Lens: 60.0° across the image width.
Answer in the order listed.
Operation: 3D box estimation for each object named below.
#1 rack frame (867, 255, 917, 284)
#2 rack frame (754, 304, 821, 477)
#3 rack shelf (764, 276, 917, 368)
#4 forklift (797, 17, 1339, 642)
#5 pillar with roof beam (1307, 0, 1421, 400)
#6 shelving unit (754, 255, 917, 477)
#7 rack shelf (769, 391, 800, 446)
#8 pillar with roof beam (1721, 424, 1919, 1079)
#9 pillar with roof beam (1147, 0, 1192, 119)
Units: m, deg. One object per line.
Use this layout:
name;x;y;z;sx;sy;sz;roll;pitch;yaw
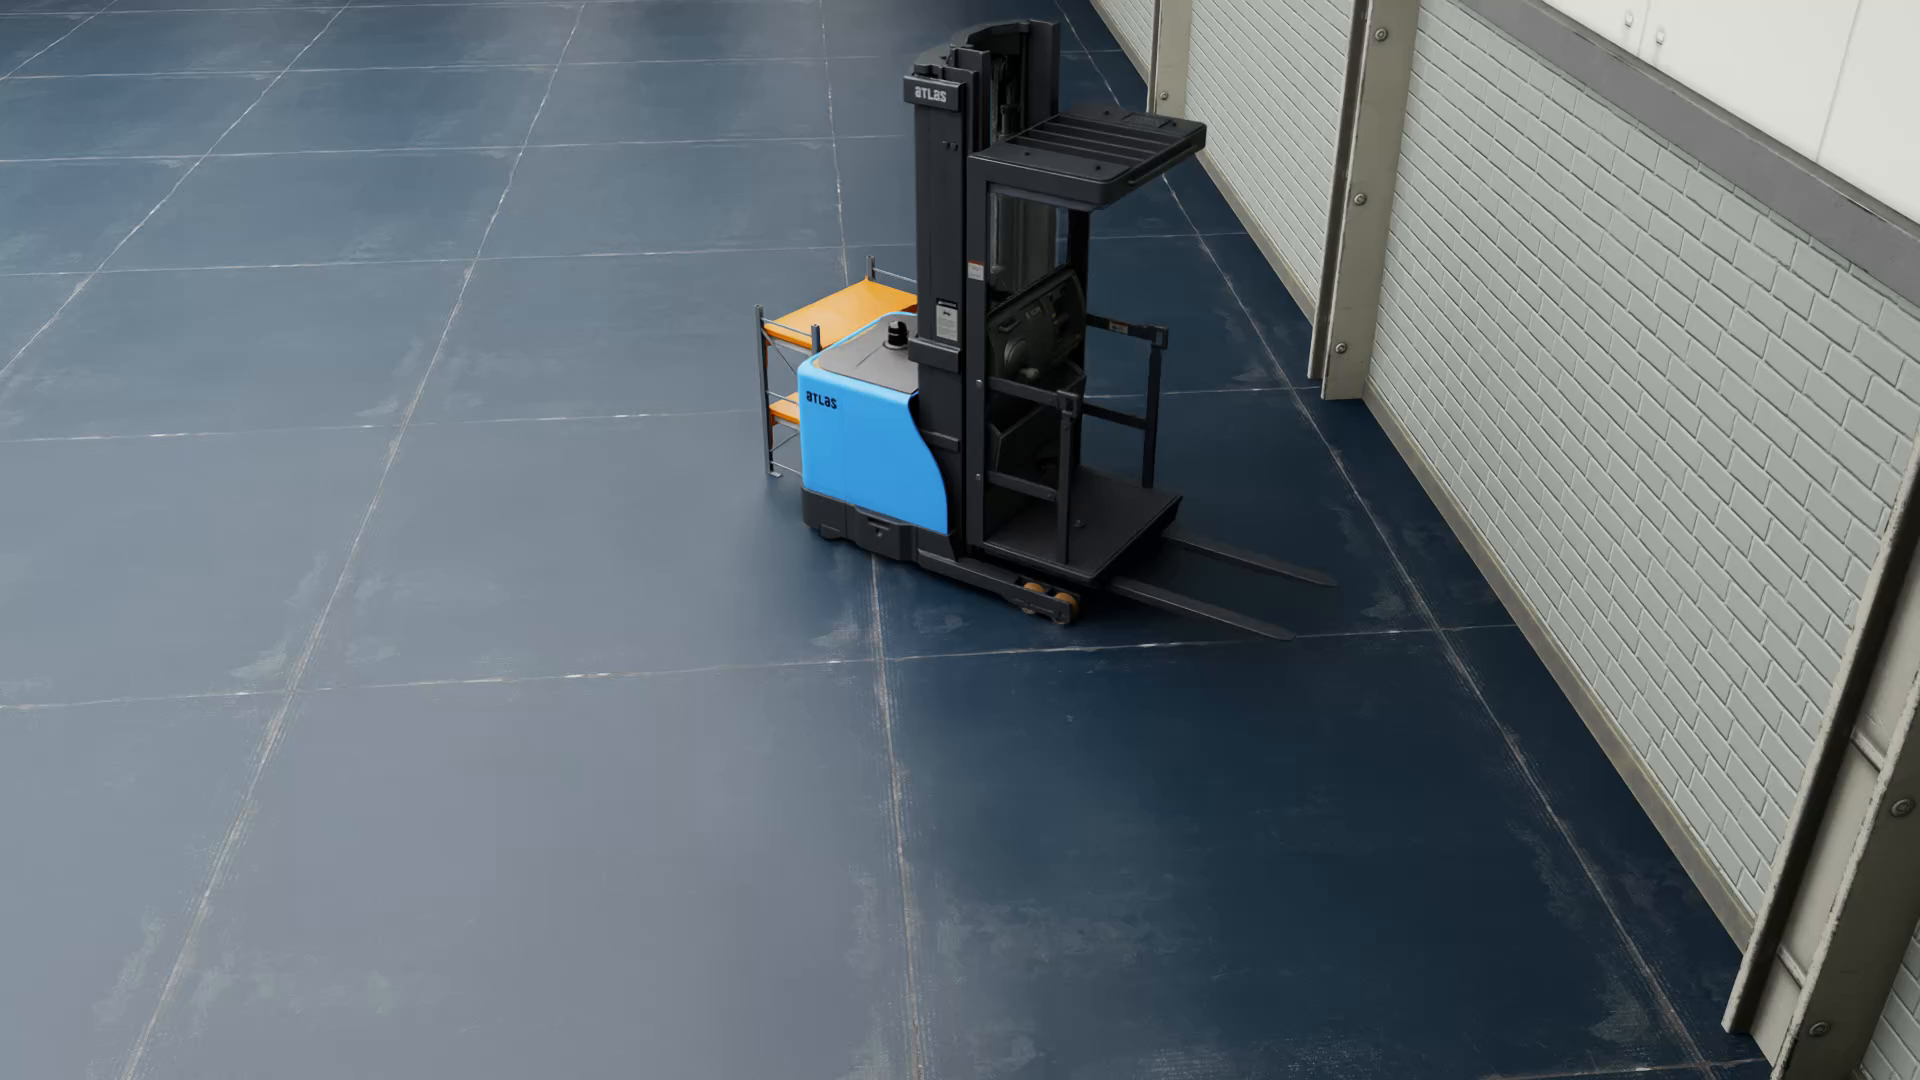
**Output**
rack frame;-0.390;-1.246;10.739;0.500;1.125;0.032;22;37;32
rack frame;-1.019;-0.837;10.054;0.500;1.125;0.032;22;37;32
rack shelf;-0.704;-1.293;10.246;0.538;0.278;1.000;22;37;32
forklift;0.586;-1.115;8.758;3.031;2.935;1.130;18;35;28
pillar with roof beam;-1.673;-4.723;8.882;9.100;9.000;0.400;-3;31;-5
shelving unit;-0.704;-1.041;10.396;0.538;1.125;1.048;22;37;32
rack shelf;-0.704;-0.831;10.522;0.538;0.278;1.000;22;37;32
pillar with roof beam;-1.113;-1.660;3.754;9.100;9.000;0.400;-3;31;-5
pillar with roof beam;-2.234;-7.787;14.011;9.100;9.000;0.400;-3;31;-5
